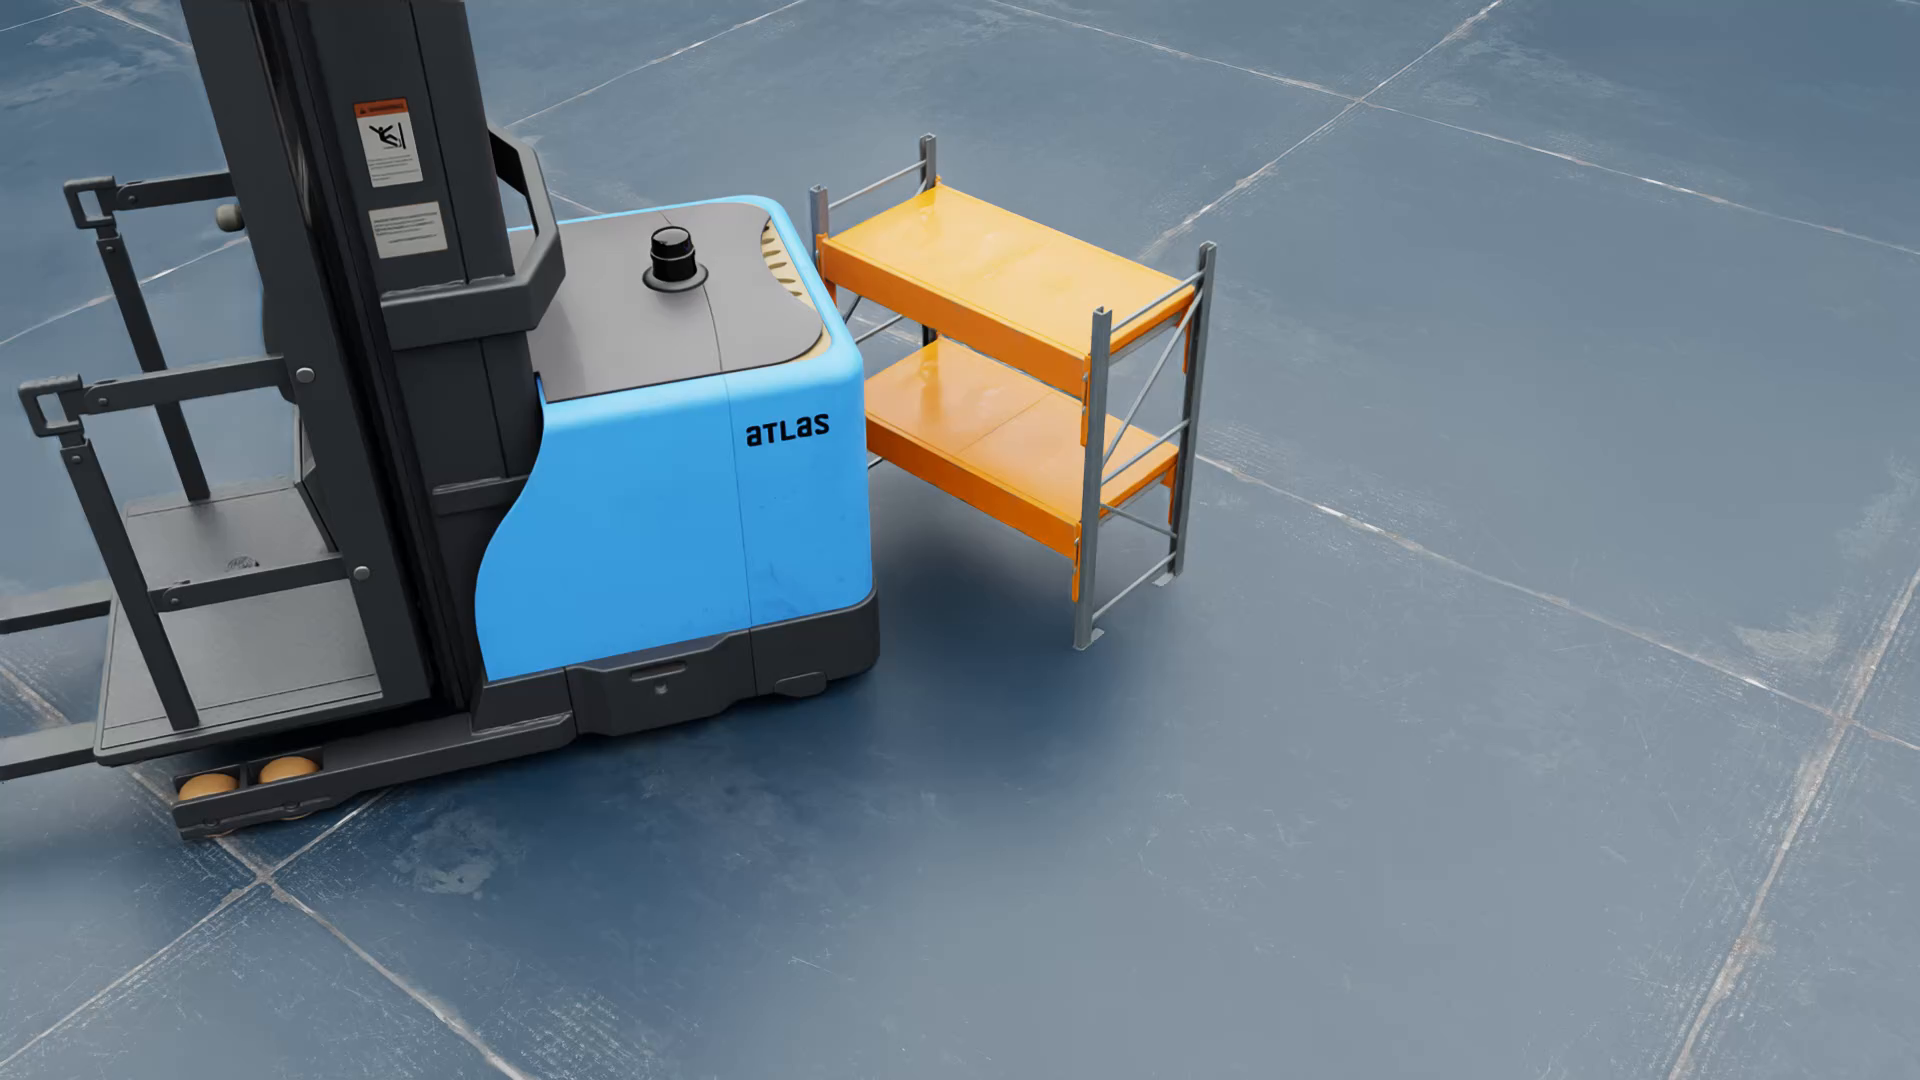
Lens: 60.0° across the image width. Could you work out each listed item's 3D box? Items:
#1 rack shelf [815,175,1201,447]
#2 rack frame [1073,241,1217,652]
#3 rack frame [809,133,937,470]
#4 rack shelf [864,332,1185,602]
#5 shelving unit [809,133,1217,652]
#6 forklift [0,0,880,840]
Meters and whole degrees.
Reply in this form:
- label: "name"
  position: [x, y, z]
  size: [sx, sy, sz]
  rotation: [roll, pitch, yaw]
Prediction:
- label: "rack shelf"
  position: [0.130, -0.677, 4.728]
  size: [1.000, 0.278, 0.538]
  rotation: [29, 46, 32]
- label: "rack frame"
  position: [0.509, -0.237, 4.641]
  size: [0.032, 1.125, 0.500]
  rotation: [29, 46, 32]
- label: "rack frame"
  position: [-0.248, -0.656, 5.175]
  size: [0.032, 1.125, 0.500]
  rotation: [29, 46, 32]
- label: "rack shelf"
  position: [0.130, -0.254, 5.059]
  size: [1.000, 0.278, 0.538]
  rotation: [29, 46, 32]
- label: "shelving unit"
  position: [0.130, -0.447, 4.908]
  size: [1.048, 1.125, 0.538]
  rotation: [29, 46, 32]
- label: "forklift"
  position: [-1.802, -0.757, 3.839]
  size: [3.031, 2.935, 1.130]
  rotation: [-11, 39, -14]
